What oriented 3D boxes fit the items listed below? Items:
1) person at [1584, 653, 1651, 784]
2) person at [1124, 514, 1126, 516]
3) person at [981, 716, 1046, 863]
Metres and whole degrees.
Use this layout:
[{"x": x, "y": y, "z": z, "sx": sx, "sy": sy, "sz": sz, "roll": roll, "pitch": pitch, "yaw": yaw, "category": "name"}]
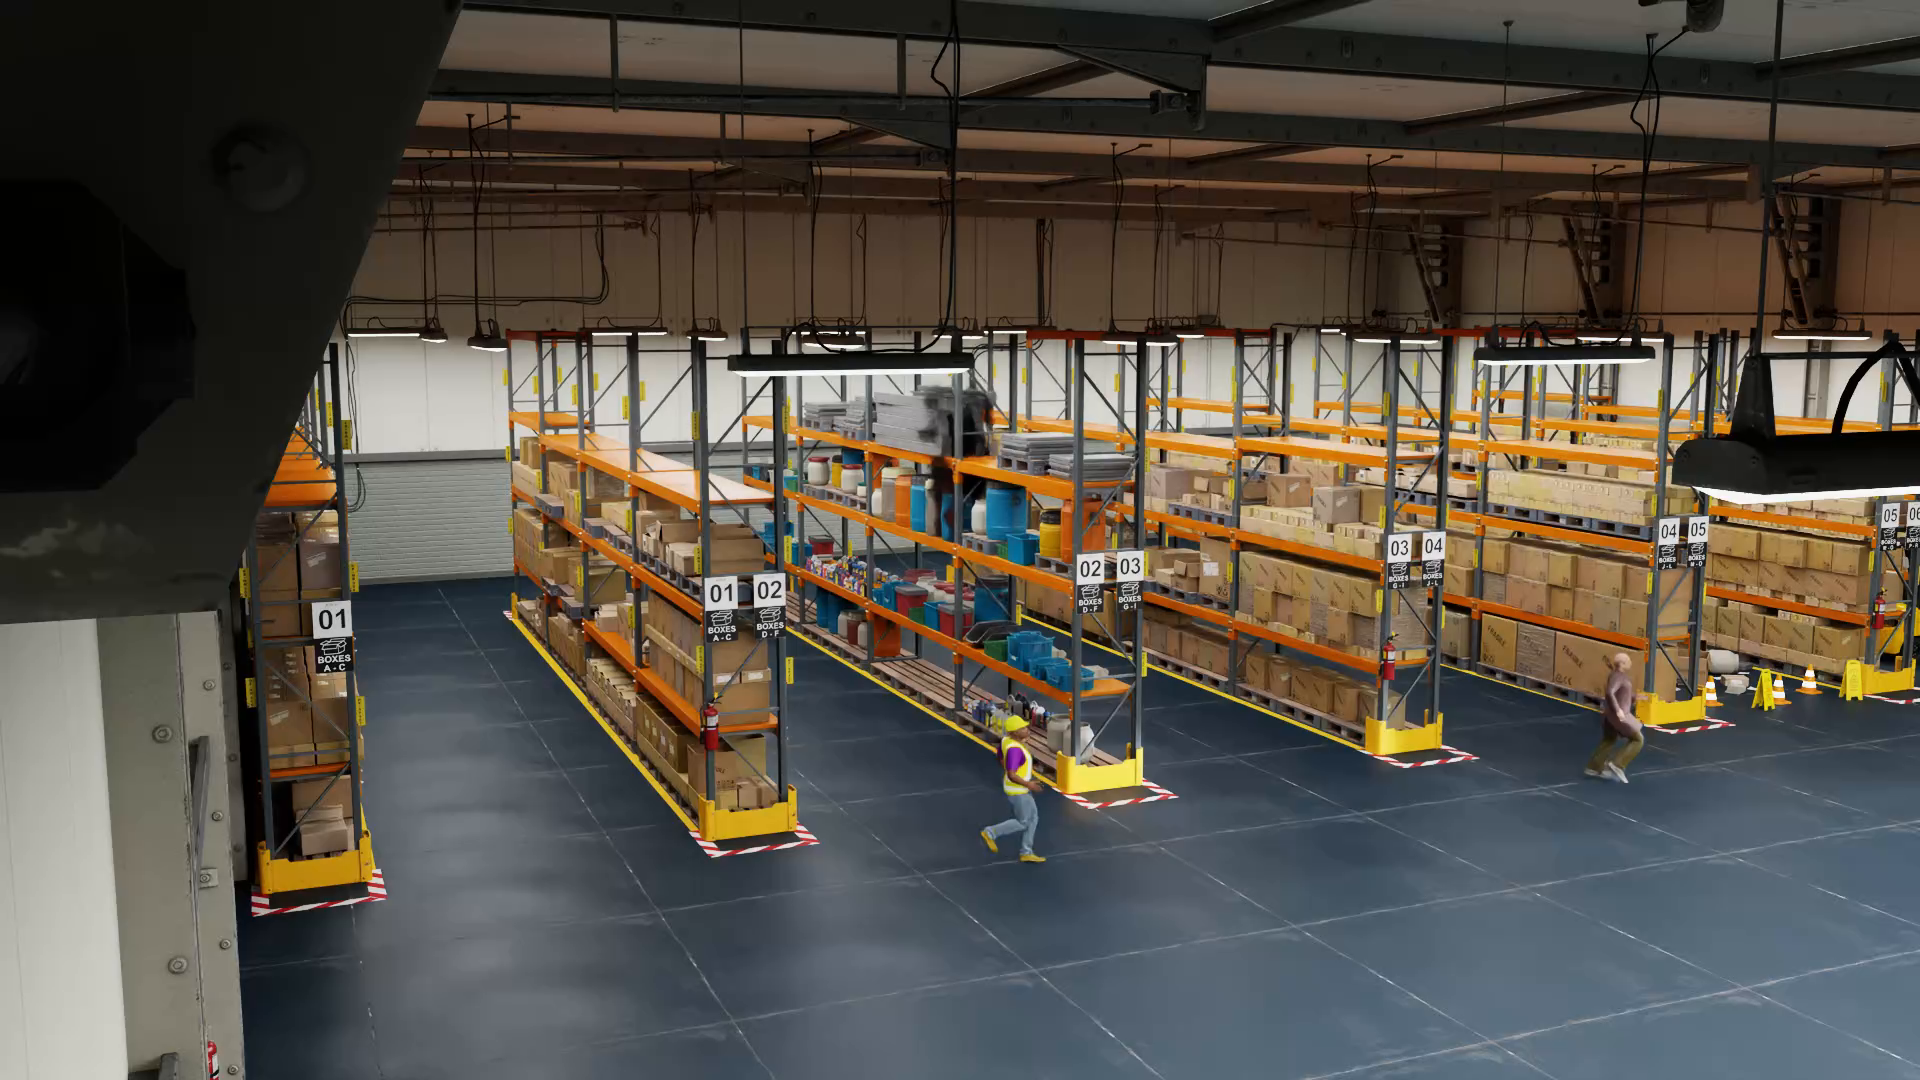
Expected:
[{"x": 8.943, "y": 2.406, "z": 22.521, "sx": 0.809, "sy": 1.772, "sz": 0.725, "roll": 1, "pitch": 8, "yaw": 5, "category": "person"}, {"x": 3.673, "y": 0.170, "z": 38.936, "sx": 0.705, "sy": 1.781, "sz": 0.711, "roll": -3, "pitch": 8, "yaw": -21, "category": "person"}, {"x": 0.615, "y": 2.884, "z": 19.198, "sx": 0.771, "sy": 1.744, "sz": 0.699, "roll": 0, "pitch": 8, "yaw": -3, "category": "person"}]
